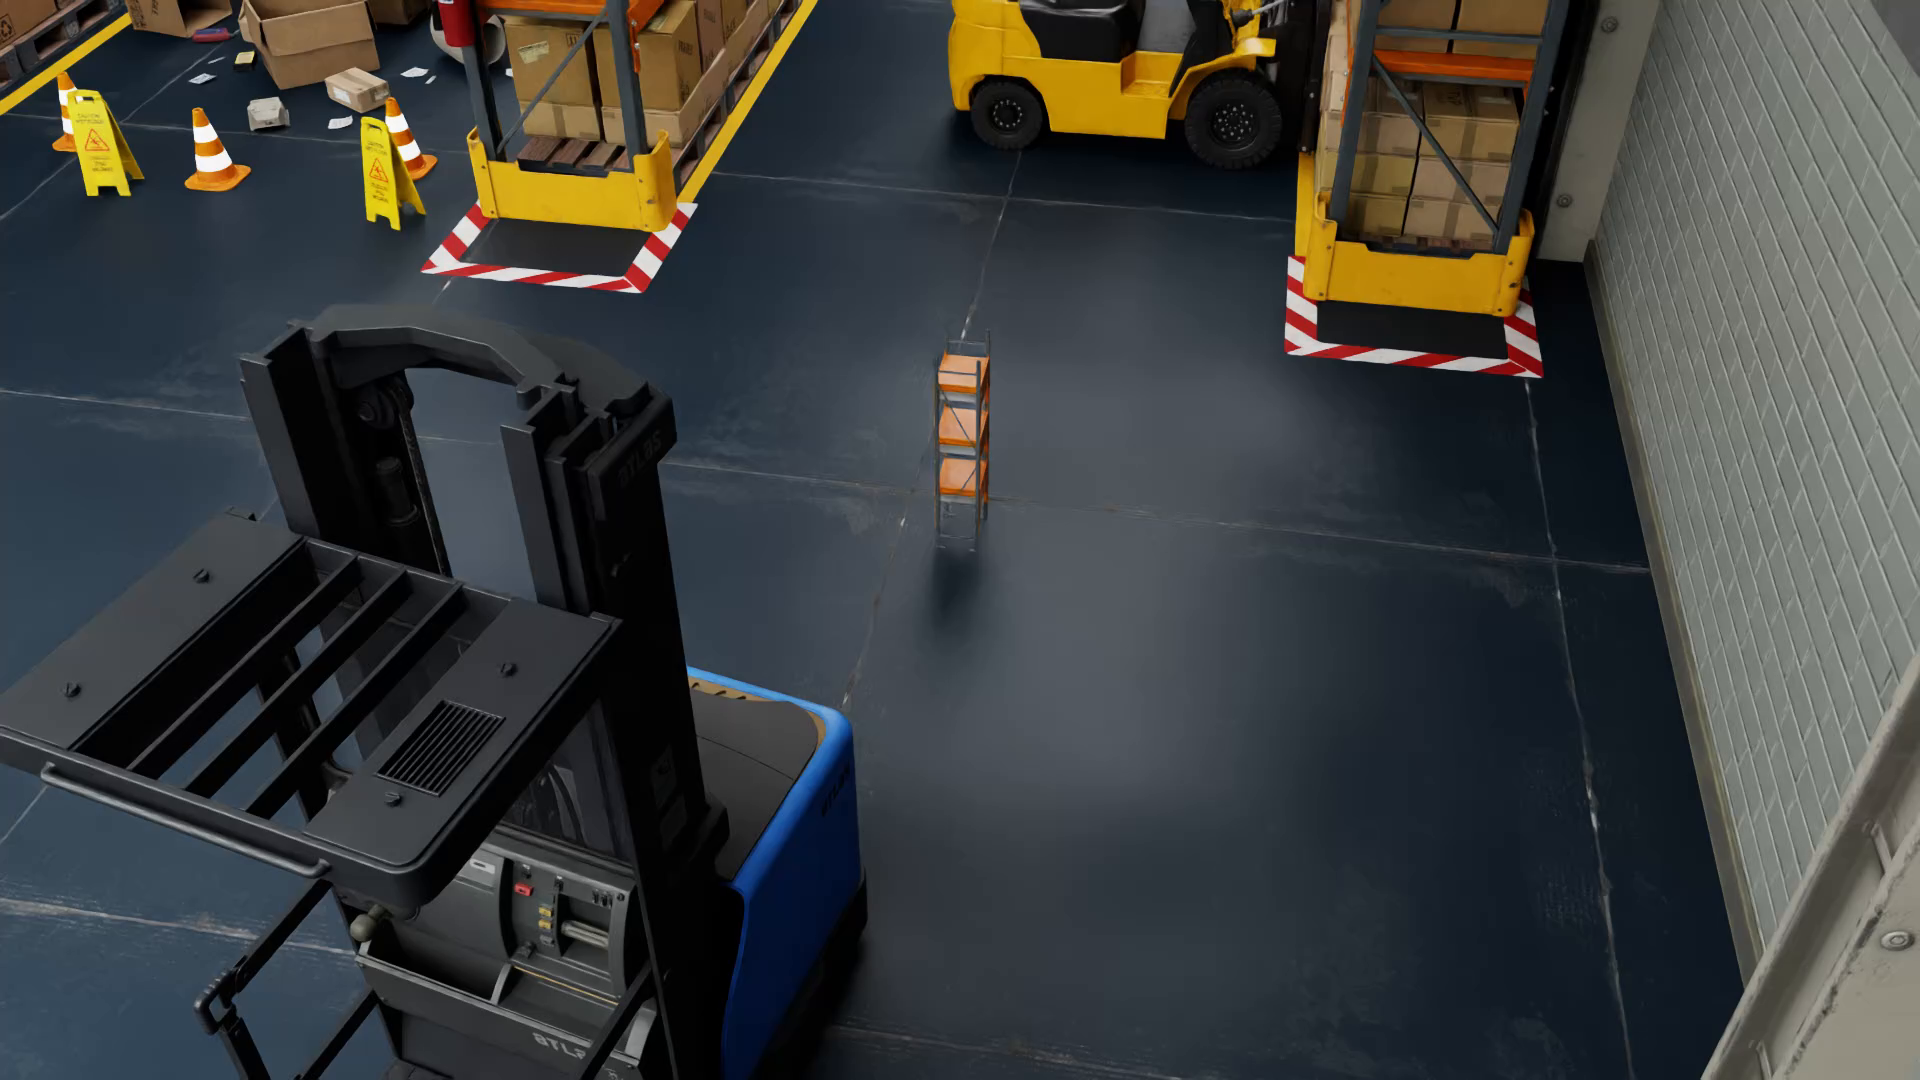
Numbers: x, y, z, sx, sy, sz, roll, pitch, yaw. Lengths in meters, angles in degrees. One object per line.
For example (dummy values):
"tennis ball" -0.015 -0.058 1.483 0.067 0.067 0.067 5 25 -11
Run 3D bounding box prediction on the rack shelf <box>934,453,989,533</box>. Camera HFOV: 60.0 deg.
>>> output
"rack shelf" 0.009 -0.216 7.640 0.215 0.259 0.240 6 40 8

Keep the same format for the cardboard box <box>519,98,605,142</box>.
"cardboard box" -2.462 -2.777 10.583 0.500 0.250 0.500 6 40 7

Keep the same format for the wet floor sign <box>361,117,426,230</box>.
"wet floor sign" -3.428 -2.214 9.922 0.267 0.644 0.232 20 44 23

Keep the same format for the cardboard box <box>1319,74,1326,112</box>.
"cardboard box" 2.491 -2.853 10.282 0.500 0.250 0.500 6 40 7

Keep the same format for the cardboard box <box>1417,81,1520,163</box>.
"cardboard box" 2.818 -2.346 9.277 0.500 0.250 0.500 6 40 7

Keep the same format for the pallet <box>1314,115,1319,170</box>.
"pallet" 2.853 -2.751 10.912 1.003 0.211 1.213 6 40 8

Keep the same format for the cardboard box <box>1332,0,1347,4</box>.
"cardboard box" 2.576 -3.345 10.485 0.500 0.250 0.500 6 40 7

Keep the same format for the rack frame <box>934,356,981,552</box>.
"rack frame" -0.012 -0.362 7.363 0.200 1.050 0.008 6 40 8

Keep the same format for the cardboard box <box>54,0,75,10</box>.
"cardboard box" -6.872 -4.506 12.183 0.875 0.875 0.875 7 40 8

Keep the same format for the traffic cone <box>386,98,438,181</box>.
"traffic cone" -3.537 -2.557 10.480 0.336 0.463 0.334 6 40 8

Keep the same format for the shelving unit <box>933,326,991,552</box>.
"shelving unit" 0.009 -0.438 7.456 0.215 1.050 0.252 6 40 8

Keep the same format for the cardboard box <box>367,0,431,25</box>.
"cardboard box" -4.377 -4.183 12.307 0.797 0.637 0.503 6 40 8

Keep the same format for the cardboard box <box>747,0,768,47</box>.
"cardboard box" -1.661 -3.681 11.676 0.500 0.250 0.500 7 40 8

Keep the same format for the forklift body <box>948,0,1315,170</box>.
"forklift body" 1.080 -3.642 10.467 2.313 2.155 1.214 6 40 8

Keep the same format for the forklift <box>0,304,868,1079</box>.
"forklift" -1.351 1.018 4.219 1.130 2.935 3.031 14 42 17

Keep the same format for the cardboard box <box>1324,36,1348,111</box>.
"cardboard box" 2.403 -2.710 9.717 0.500 0.250 0.500 7 40 8

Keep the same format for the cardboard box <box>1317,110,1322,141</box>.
"cardboard box" 2.509 -2.634 10.410 0.500 0.250 0.500 7 40 8

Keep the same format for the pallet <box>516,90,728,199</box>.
"pallet" -2.153 -2.602 10.732 1.003 0.211 1.213 6 40 8

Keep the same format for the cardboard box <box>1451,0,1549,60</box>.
"cardboard box" 2.907 -2.897 8.821 0.500 0.500 0.500 8 40 9

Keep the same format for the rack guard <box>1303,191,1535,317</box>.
"rack guard" 2.544 -1.600 9.292 1.175 0.500 0.348 6 40 8

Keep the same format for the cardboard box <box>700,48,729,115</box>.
"cardboard box" -1.834 -3.020 10.878 0.500 0.250 0.500 8 40 9

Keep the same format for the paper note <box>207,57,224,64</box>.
"paper note" -5.320 -3.430 11.891 0.032 0.001 0.123 28 47 30

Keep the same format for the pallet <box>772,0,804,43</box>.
"pallet" -1.730 -4.133 12.584 1.003 0.211 1.213 6 40 8

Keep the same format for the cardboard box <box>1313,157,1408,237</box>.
"cardboard box" 2.318 -2.010 9.655 0.500 0.250 0.500 7 40 8

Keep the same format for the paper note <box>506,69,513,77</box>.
"paper note" -3.128 -3.303 11.721 0.142 0.019 0.148 -6 40 -8

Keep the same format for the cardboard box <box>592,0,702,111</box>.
"cardboard box" -1.926 -3.005 10.270 0.500 0.500 0.500 5 40 6

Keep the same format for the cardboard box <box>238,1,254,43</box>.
"cardboard box" -5.025 -3.780 12.114 0.396 0.266 0.258 13 41 15

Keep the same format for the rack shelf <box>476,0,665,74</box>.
"rack shelf" -1.995 -4.101 10.921 1.077 0.370 4.000 6 40 8

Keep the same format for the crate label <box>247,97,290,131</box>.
"crate label" -4.614 -2.841 11.079 0.250 0.136 0.298 -13 41 -15

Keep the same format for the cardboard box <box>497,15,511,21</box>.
"cardboard box" -3.175 -4.149 12.373 0.500 0.500 0.500 -28 47 -30

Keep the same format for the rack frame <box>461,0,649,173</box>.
"rack frame" -2.341 -3.123 9.173 1.000 3.000 0.127 6 40 8

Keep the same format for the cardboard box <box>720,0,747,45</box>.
"cardboard box" -1.745 -3.647 11.047 0.500 0.500 0.500 7 40 9

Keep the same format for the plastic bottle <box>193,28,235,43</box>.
"plastic bottle" -5.452 -3.696 12.173 0.283 0.061 0.133 -6 40 -8

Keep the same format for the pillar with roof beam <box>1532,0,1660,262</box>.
"pillar with roof beam" -0.684 -5.702 7.585 9.100 9.000 0.400 6 40 8

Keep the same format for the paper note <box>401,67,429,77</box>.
"paper note" -3.843 -3.304 11.731 0.148 0.019 0.142 20 44 23

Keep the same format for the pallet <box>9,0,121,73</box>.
"pallet" -6.959 -3.805 12.186 1.003 0.211 1.213 6 40 8

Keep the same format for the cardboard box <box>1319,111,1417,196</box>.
"cardboard box" 2.325 -2.213 9.508 0.500 0.250 0.500 6 40 7

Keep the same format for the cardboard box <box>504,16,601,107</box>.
"cardboard box" -2.459 -3.046 10.320 0.500 0.500 0.500 7 40 8
